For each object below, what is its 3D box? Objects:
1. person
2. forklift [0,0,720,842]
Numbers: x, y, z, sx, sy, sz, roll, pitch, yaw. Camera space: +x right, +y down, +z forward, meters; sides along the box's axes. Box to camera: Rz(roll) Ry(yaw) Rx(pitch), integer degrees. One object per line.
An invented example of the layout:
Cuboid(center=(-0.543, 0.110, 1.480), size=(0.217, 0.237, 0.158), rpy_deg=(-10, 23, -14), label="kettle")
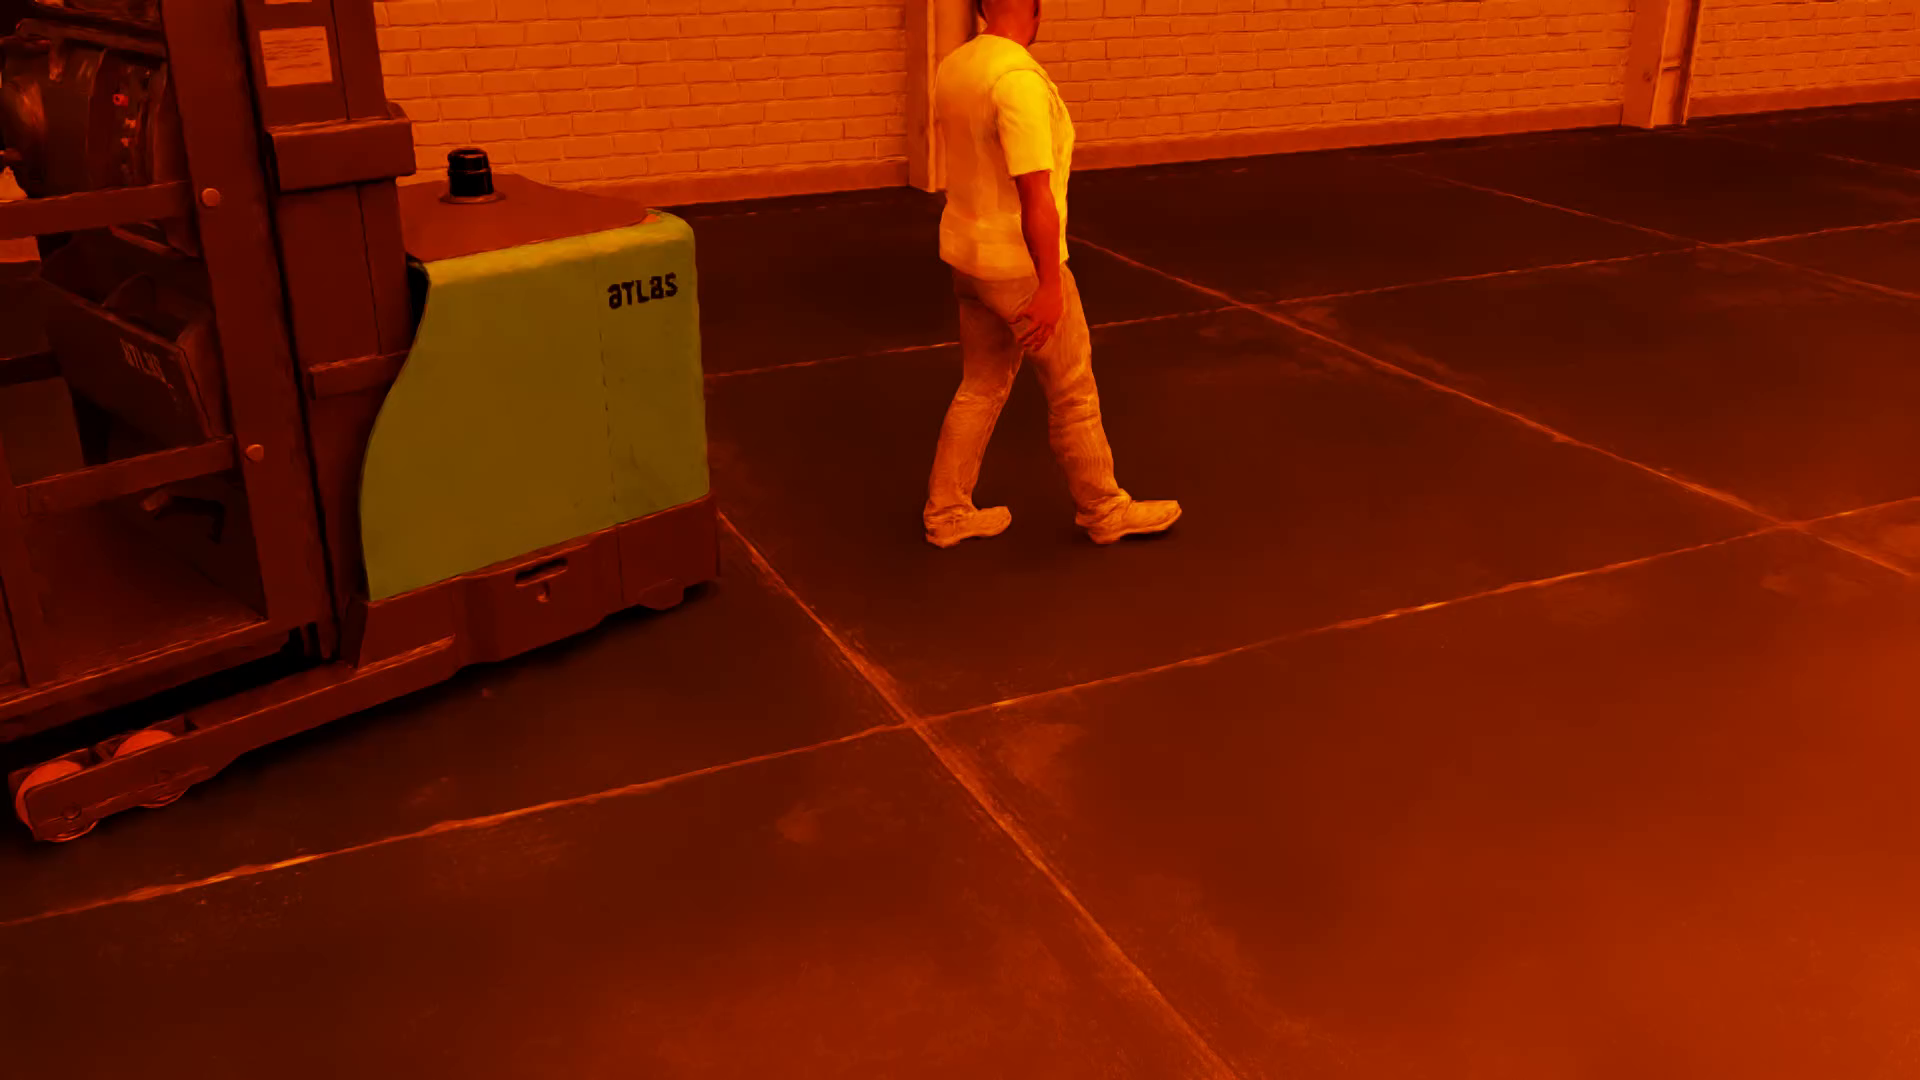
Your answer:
Cuboid(center=(0.255, -0.829, 4.844), size=(0.762, 1.742, 0.725), rpy_deg=(-11, 25, -26), label="person")
Cuboid(center=(-2.077, -0.932, 3.531), size=(1.130, 2.935, 3.031), rpy_deg=(21, 30, 41), label="forklift")
